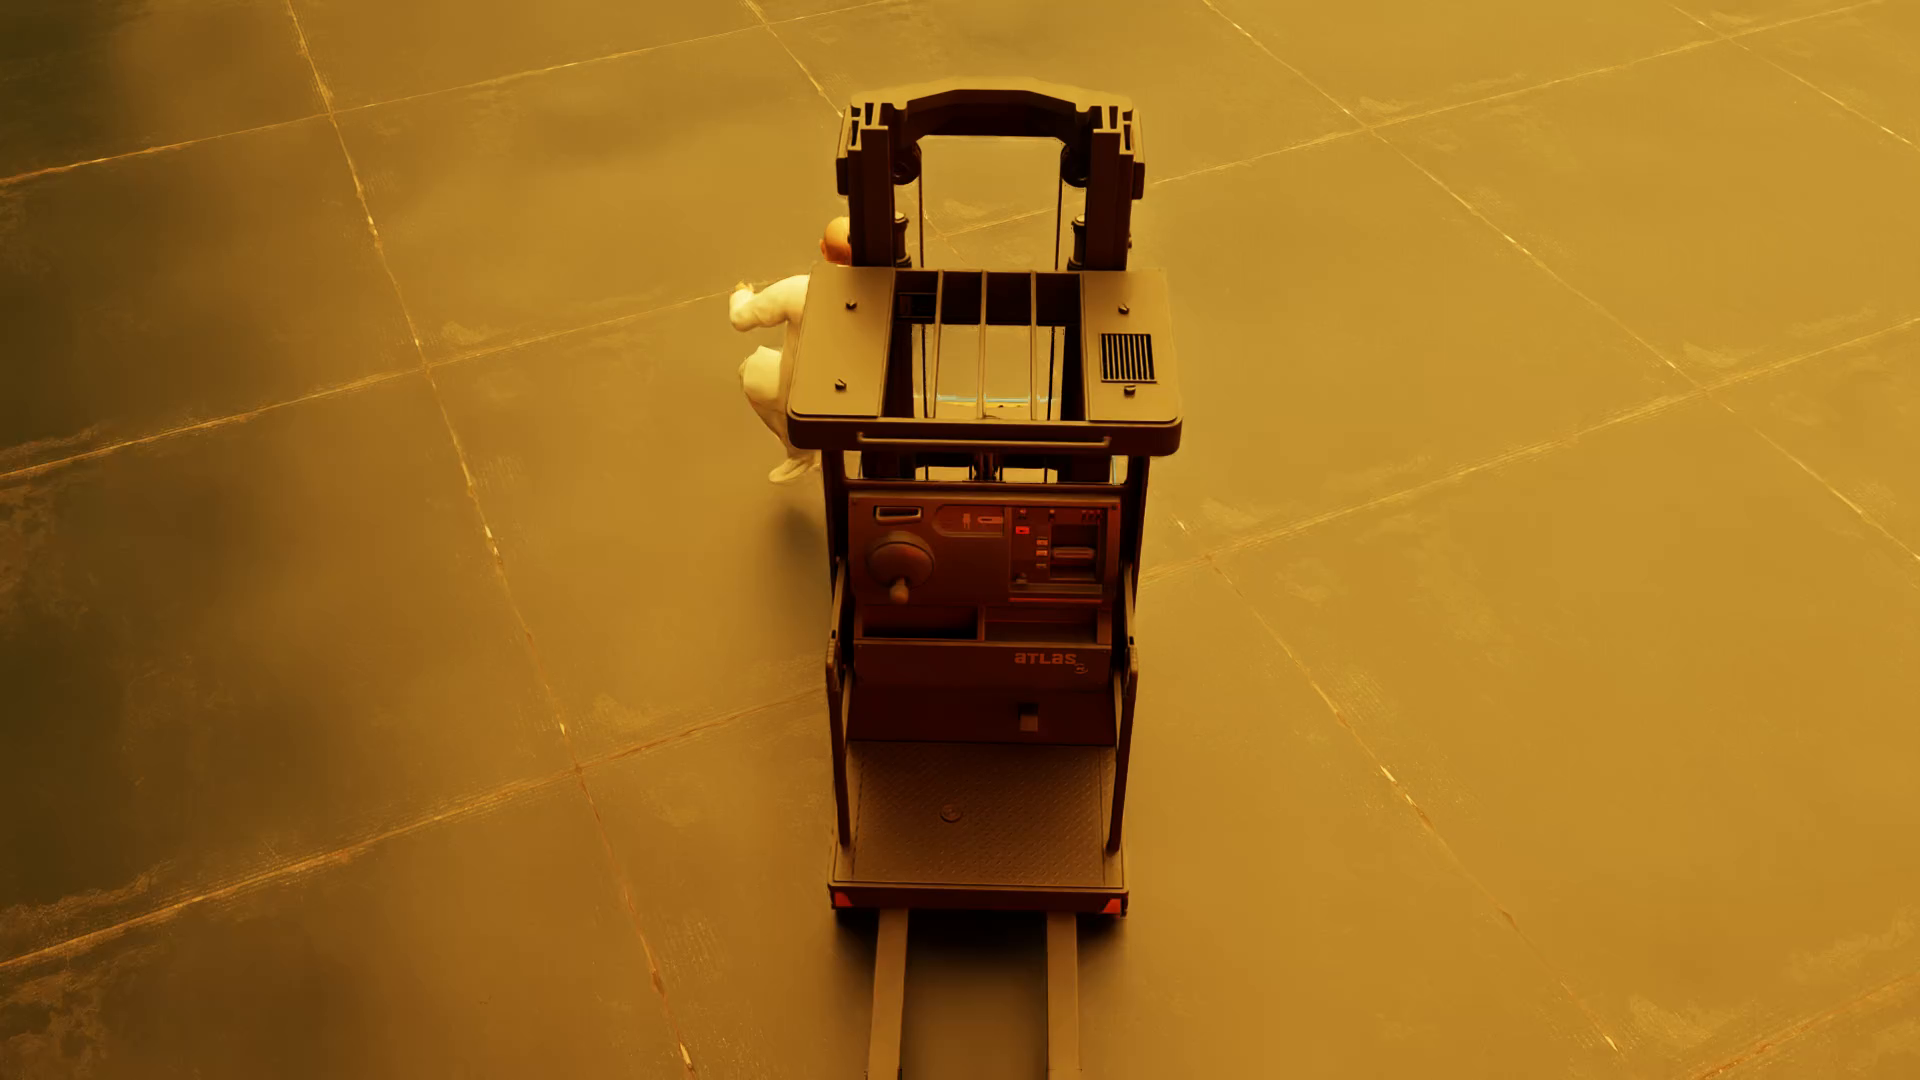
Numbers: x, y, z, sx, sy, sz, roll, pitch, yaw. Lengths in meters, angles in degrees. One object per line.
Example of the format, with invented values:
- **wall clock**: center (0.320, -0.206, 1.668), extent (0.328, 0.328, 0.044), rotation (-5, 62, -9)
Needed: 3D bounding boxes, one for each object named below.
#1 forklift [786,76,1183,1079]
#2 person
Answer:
- **forklift**: center (0.078, 0.118, 5.553), extent (1.130, 2.935, 3.031), rotation (1, 43, 1)
- **person**: center (-0.584, -0.896, 7.658), extent (0.912, 1.539, 0.818), rotation (-7, 44, -8)
